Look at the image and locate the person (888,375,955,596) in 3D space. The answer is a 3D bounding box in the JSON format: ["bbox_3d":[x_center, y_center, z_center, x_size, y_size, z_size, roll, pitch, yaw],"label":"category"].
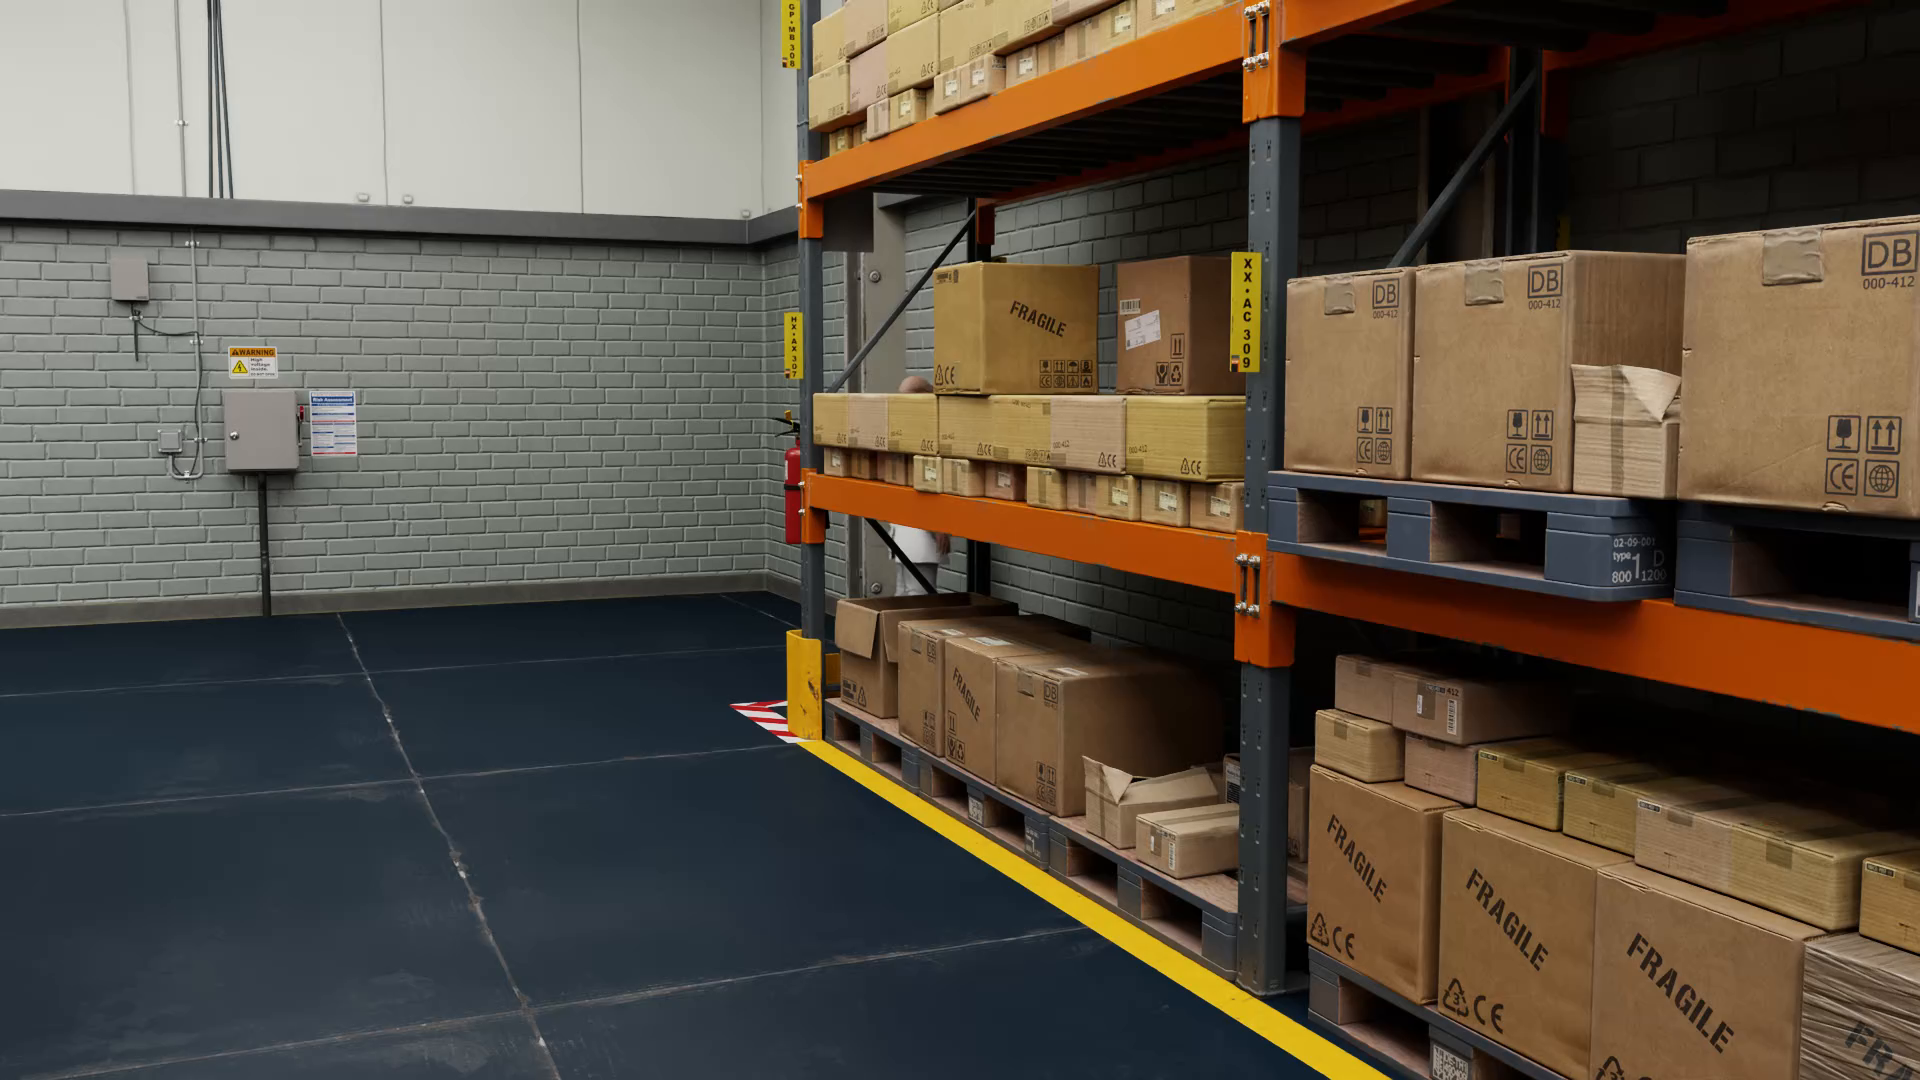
[{"bbox_3d":[-0.227,-0.077,9.851,0.420,1.787,0.635,-1,5,-11],"label":"person"}]
